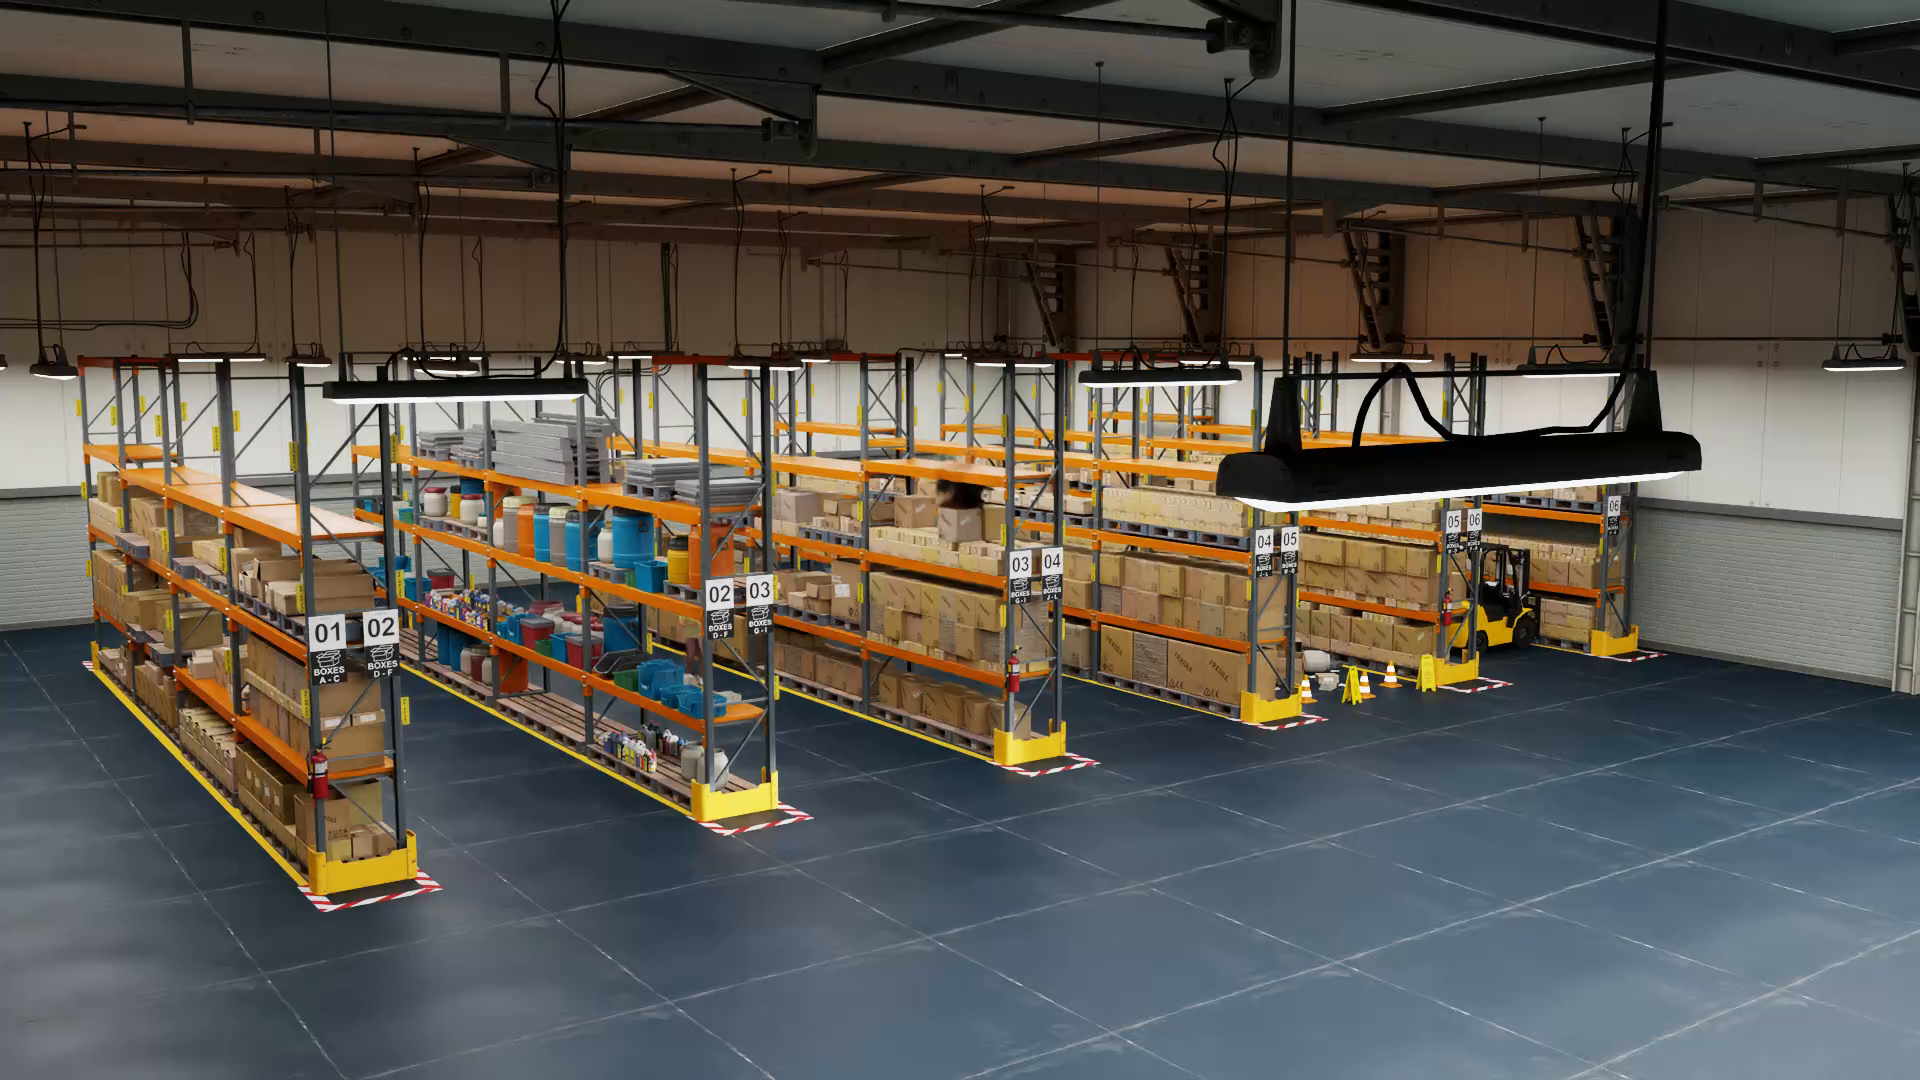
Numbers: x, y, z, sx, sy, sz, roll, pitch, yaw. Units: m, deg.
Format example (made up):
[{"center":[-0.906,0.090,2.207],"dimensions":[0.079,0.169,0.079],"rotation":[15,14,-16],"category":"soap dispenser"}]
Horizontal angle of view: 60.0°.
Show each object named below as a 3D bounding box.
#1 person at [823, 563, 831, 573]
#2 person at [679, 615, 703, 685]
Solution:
[{"center":[-3.221,0.370,42.138],"dimensions":[0.604,1.716,0.767],"rotation":[5,9,38],"category":"person"},{"center":[-4.910,1.809,30.562],"dimensions":[0.559,1.725,0.738],"rotation":[-4,8,-32],"category":"person"}]
